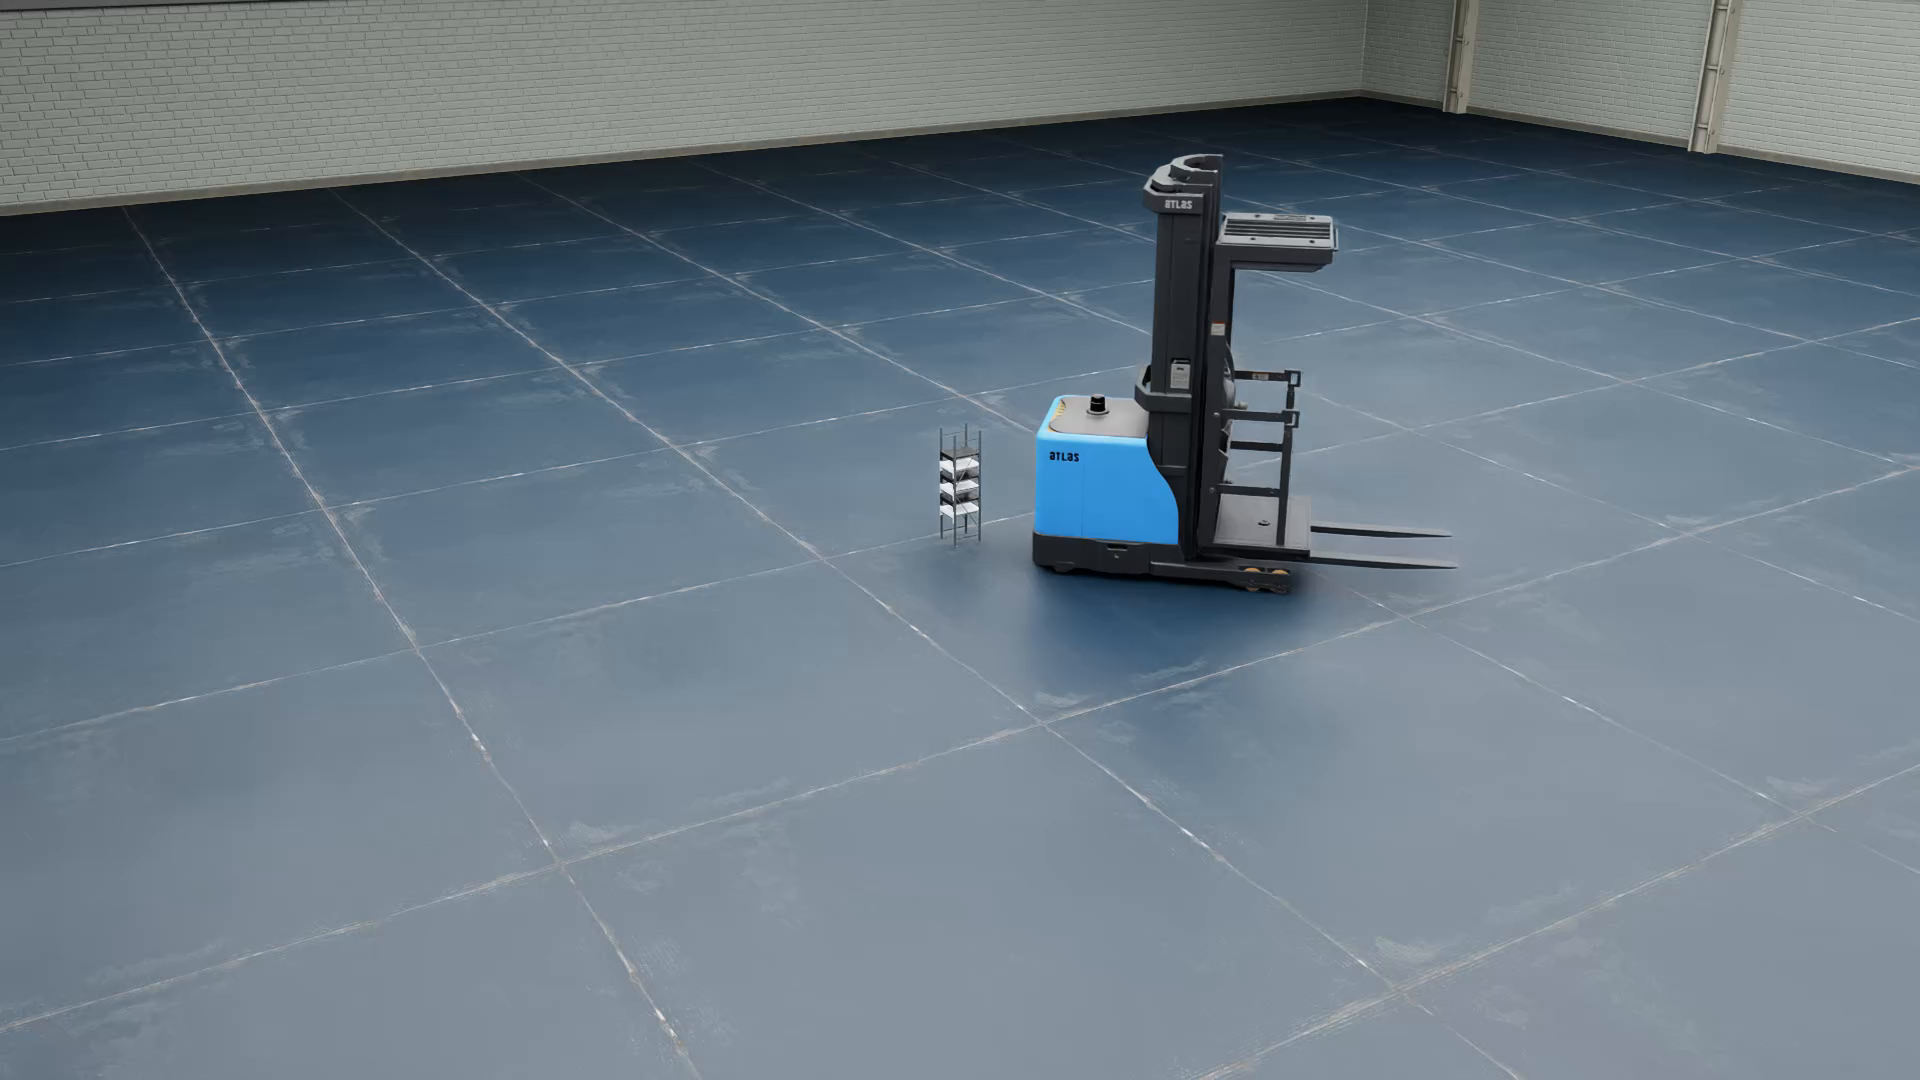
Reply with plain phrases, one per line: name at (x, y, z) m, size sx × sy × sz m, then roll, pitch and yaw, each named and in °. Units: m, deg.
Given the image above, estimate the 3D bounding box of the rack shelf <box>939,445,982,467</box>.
rack shelf at (0.004, -0.633, 12.546) m, size 0.258 × 0.077 × 0.200 m, roll -13°, pitch 25°, yaw -28°

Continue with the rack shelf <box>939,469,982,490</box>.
rack shelf at (0.004, -0.467, 12.614) m, size 0.258 × 0.077 × 0.200 m, roll -13°, pitch 25°, yaw -28°

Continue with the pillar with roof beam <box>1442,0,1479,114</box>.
pillar with roof beam at (6.680, -12.320, 31.171) m, size 9.100 × 9.000 × 0.400 m, roll -13°, pitch 25°, yaw -28°

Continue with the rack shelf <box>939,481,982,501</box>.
rack shelf at (0.004, -0.383, 12.648) m, size 0.258 × 0.077 × 0.200 m, roll -13°, pitch 25°, yaw -28°

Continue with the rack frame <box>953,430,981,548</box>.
rack frame at (0.056, -0.381, 12.555) m, size 0.240 × 0.900 × 0.006 m, roll -13°, pitch 25°, yaw -28°

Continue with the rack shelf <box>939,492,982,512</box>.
rack shelf at (0.004, -0.300, 12.682) m, size 0.258 × 0.077 × 0.200 m, roll -13°, pitch 25°, yaw -28°

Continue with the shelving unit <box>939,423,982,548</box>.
shelving unit at (0.004, -0.414, 12.636) m, size 0.258 × 0.900 × 0.210 m, roll -13°, pitch 25°, yaw -28°

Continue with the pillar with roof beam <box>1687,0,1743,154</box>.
pillar with roof beam at (9.745, -10.378, 26.393) m, size 9.100 × 9.000 × 0.400 m, roll -13°, pitch 25°, yaw -28°

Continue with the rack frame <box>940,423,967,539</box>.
rack frame at (-0.048, -0.447, 12.717) m, size 0.240 × 0.900 × 0.006 m, roll -13°, pitch 25°, yaw -28°

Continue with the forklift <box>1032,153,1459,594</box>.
forklift at (2.102, -1.194, 11.856) m, size 3.031 × 2.935 × 1.130 m, roll 4°, pitch 23°, yaw 11°

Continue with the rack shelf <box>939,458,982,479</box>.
rack shelf at (0.004, -0.550, 12.580) m, size 0.258 × 0.077 × 0.200 m, roll -13°, pitch 25°, yaw -28°

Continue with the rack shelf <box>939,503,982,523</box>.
rack shelf at (0.004, -0.217, 12.716) m, size 0.258 × 0.077 × 0.200 m, roll -13°, pitch 25°, yaw -28°
